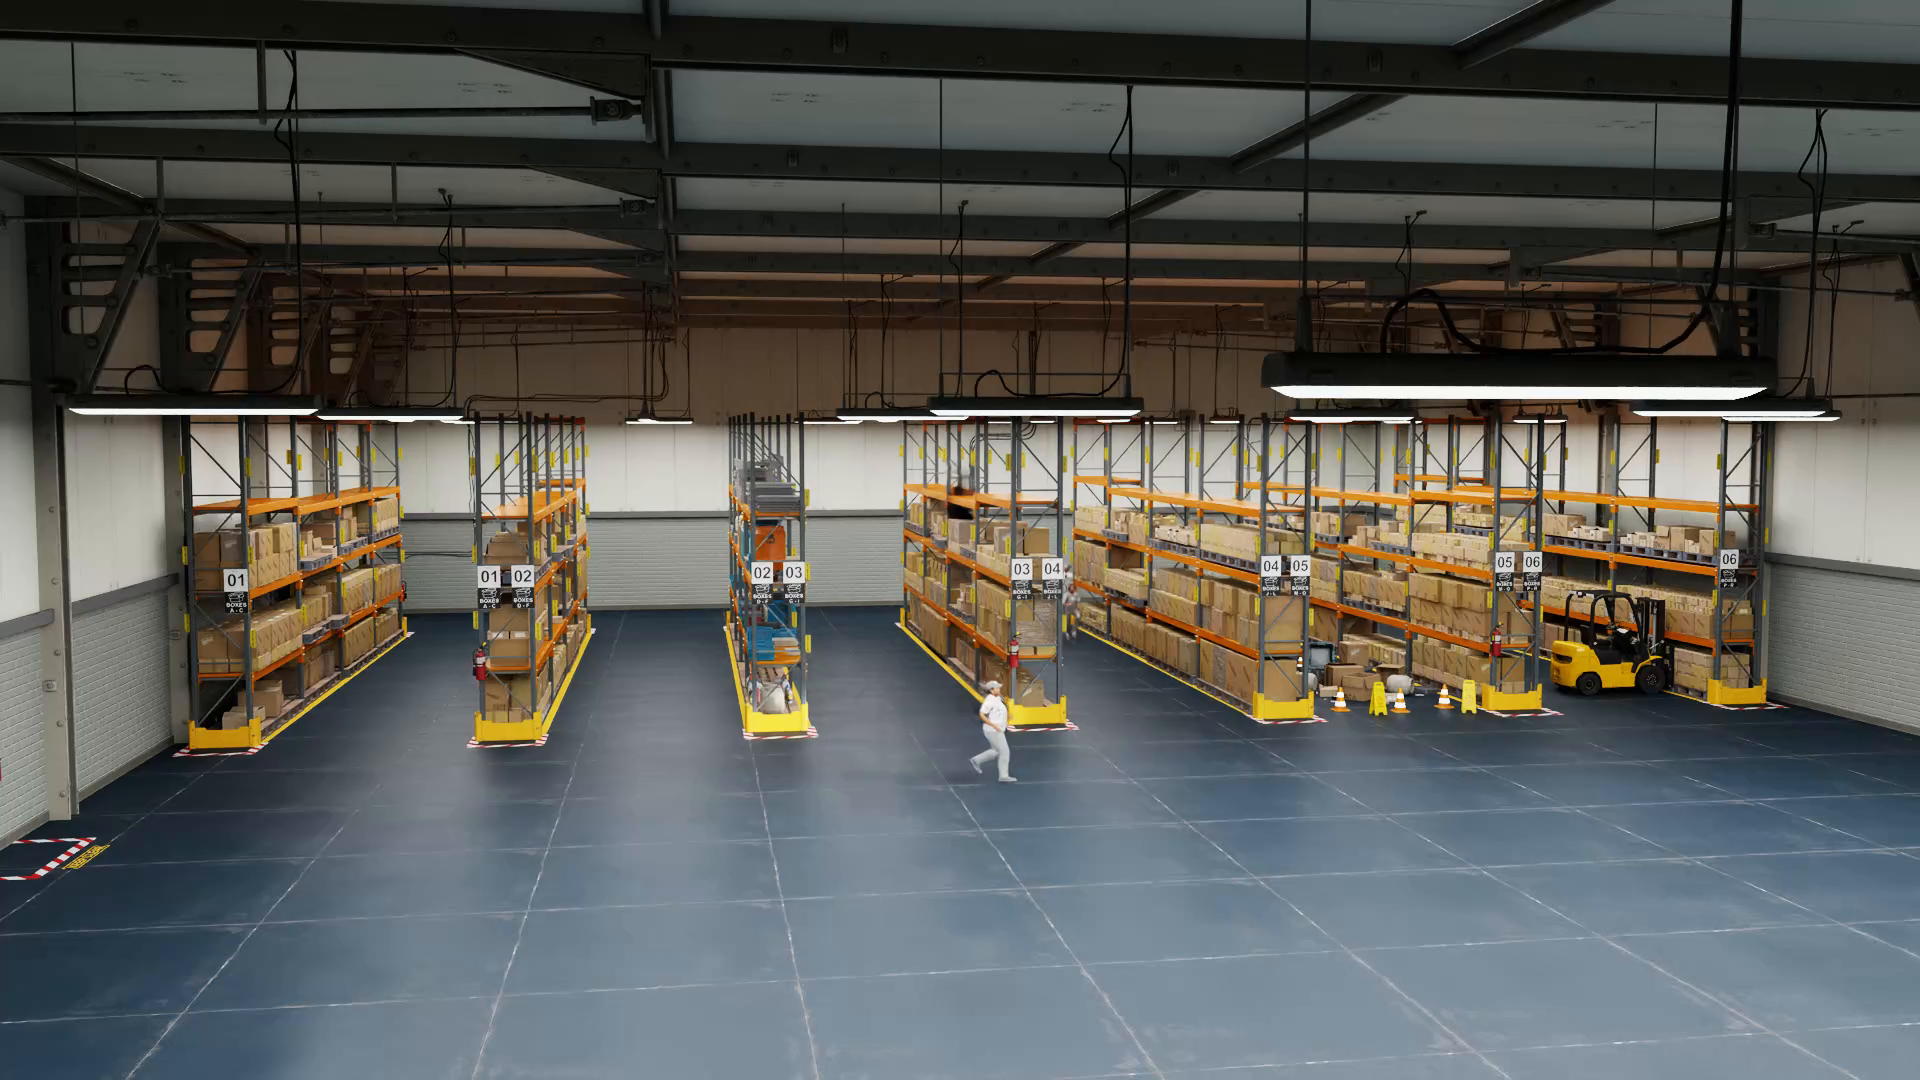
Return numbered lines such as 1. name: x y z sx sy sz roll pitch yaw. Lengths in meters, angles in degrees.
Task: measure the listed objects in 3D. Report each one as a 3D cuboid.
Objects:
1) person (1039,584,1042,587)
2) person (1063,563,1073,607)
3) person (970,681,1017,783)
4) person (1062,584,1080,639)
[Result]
1. person: 2.586 1.553 49.342 0.708 1.643 0.821 -3 5 -42
2. person: 3.113 1.517 49.489 0.925 1.667 0.661 -2 4 -30
3. person: 0.528 3.080 26.843 0.803 1.632 0.620 1 4 12
4. person: 2.925 1.893 43.847 0.545 1.507 0.905 -1 4 -9
